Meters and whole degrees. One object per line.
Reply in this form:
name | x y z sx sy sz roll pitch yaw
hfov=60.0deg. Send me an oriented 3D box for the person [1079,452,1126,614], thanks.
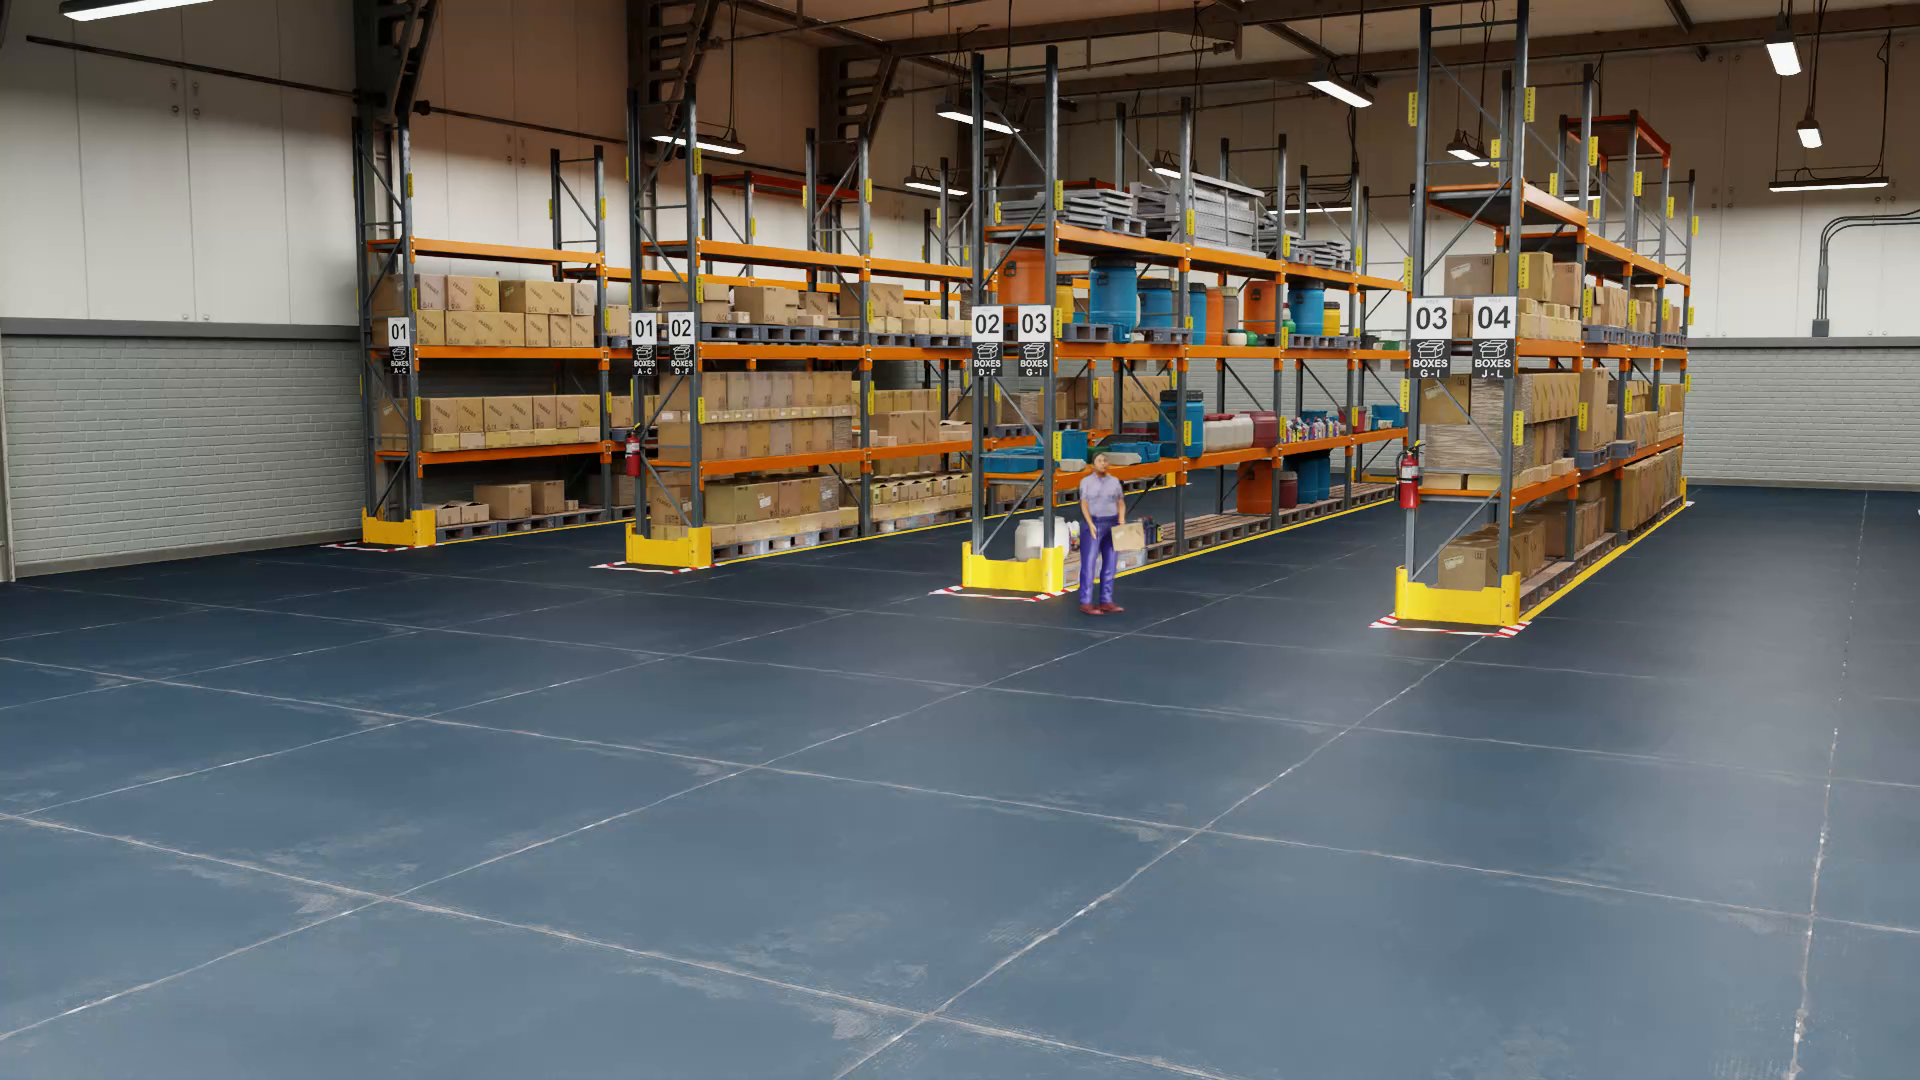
person | 1.481 -0.074 17.122 0.518 1.638 0.495 -2 6 -15
